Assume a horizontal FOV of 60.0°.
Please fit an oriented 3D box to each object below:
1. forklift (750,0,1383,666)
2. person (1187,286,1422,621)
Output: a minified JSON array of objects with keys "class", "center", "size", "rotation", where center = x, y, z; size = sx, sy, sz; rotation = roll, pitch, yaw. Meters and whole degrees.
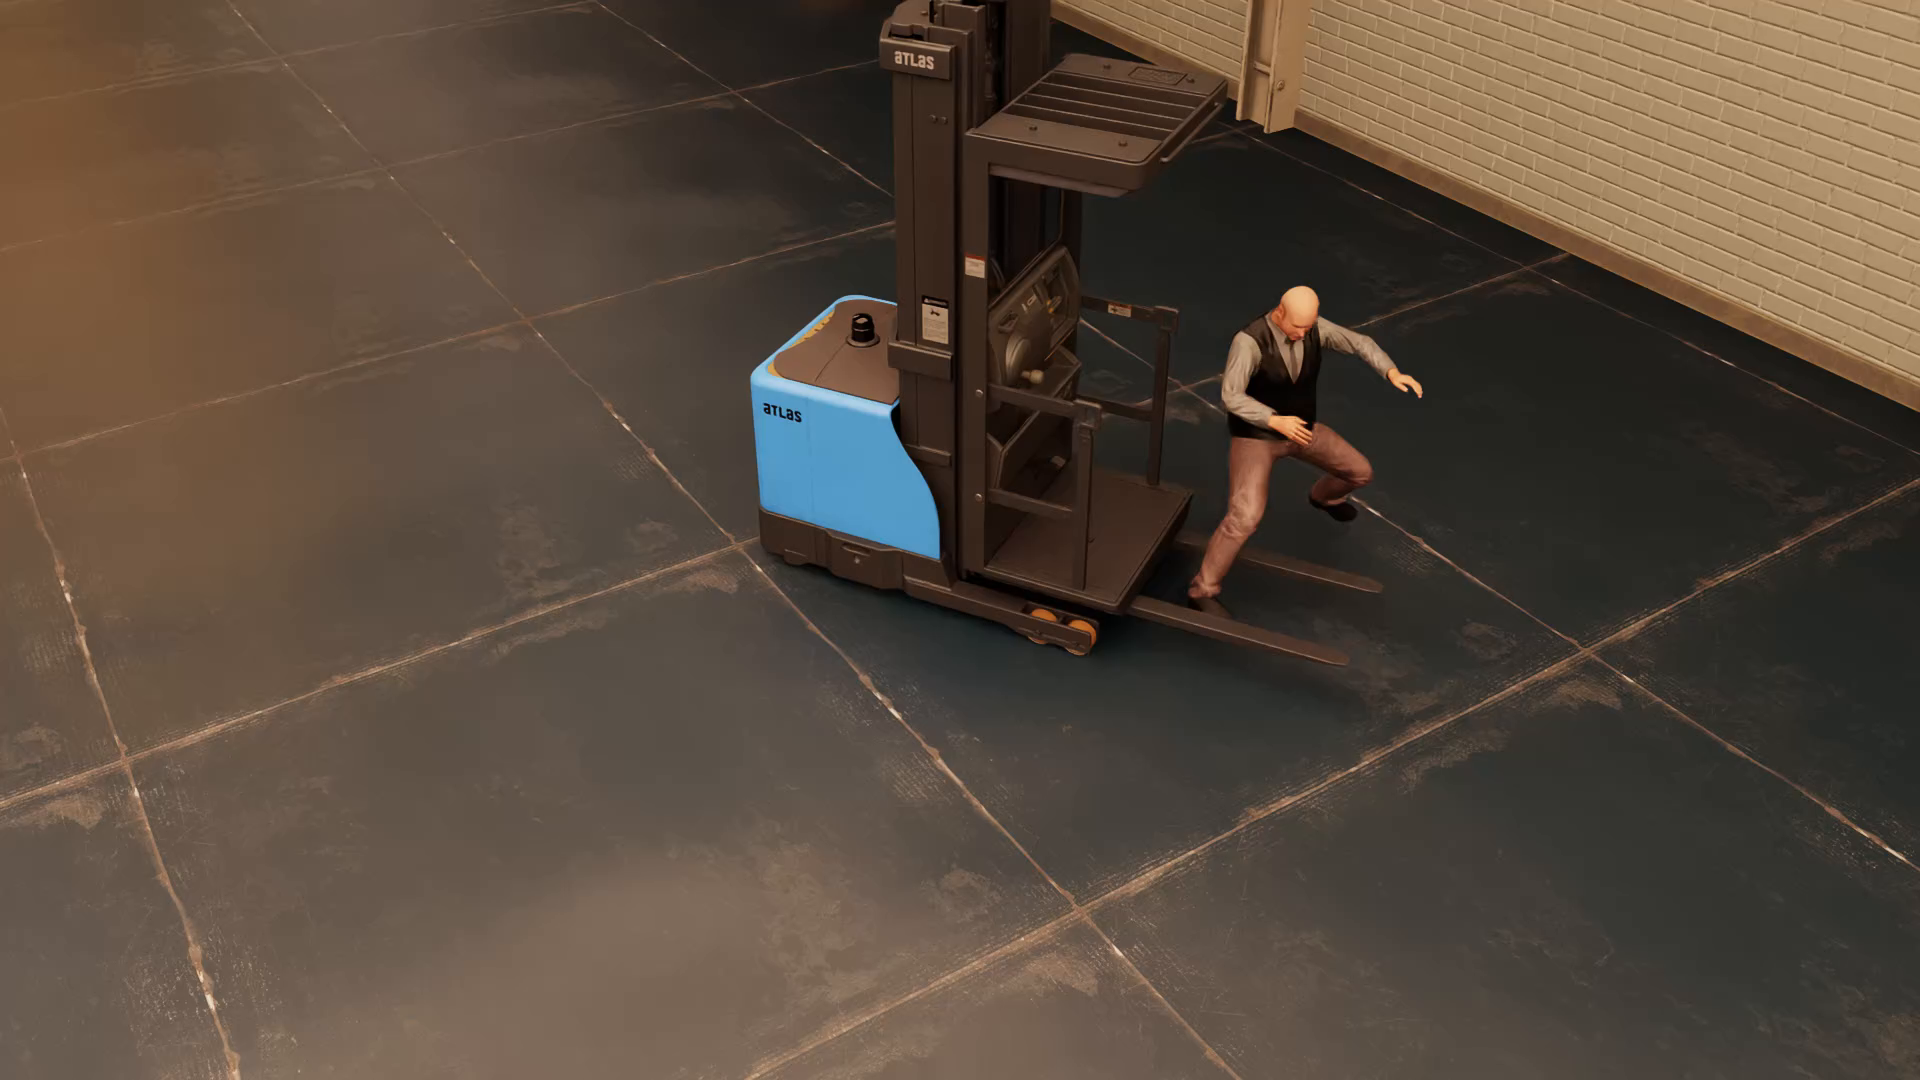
[{"class":"forklift","center":[0.529,-1.001,7.573],"size":[3.031,2.935,1.130],"rotation":[15,38,21]},{"class":"person","center":[1.605,-0.484,7.886],"size":[1.238,1.518,0.745],"rotation":[-15,38,-20]}]
